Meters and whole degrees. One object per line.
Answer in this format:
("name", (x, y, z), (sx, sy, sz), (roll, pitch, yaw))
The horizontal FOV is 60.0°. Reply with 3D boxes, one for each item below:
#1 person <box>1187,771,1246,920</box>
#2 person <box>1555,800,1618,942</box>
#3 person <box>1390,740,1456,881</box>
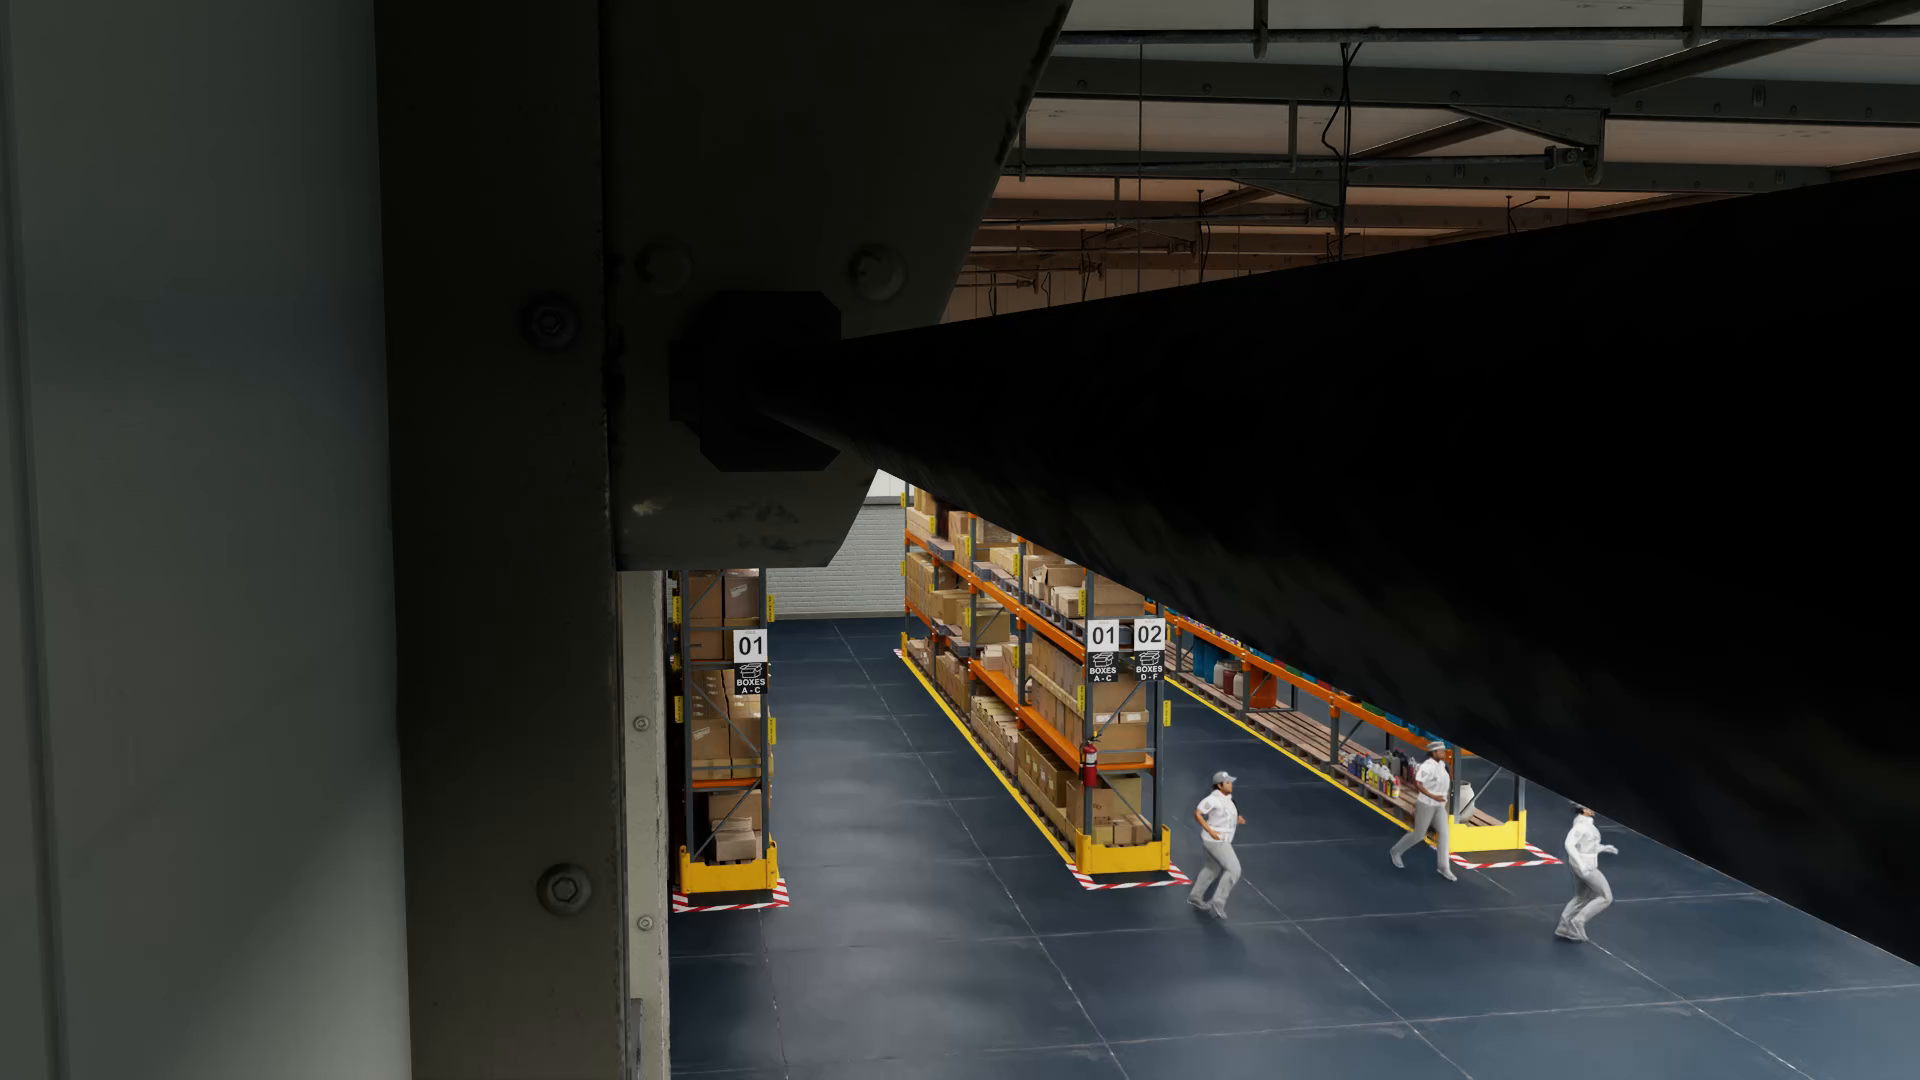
("person", (2.976, 3.521, 19.314), (0.659, 1.707, 0.619), (2, 6, 20))
("person", (6.917, 3.595, 18.289), (0.604, 1.660, 0.593), (1, 6, 13))
("person", (5.930, 3.333, 20.843), (0.661, 1.675, 0.921), (-4, 7, -37))
